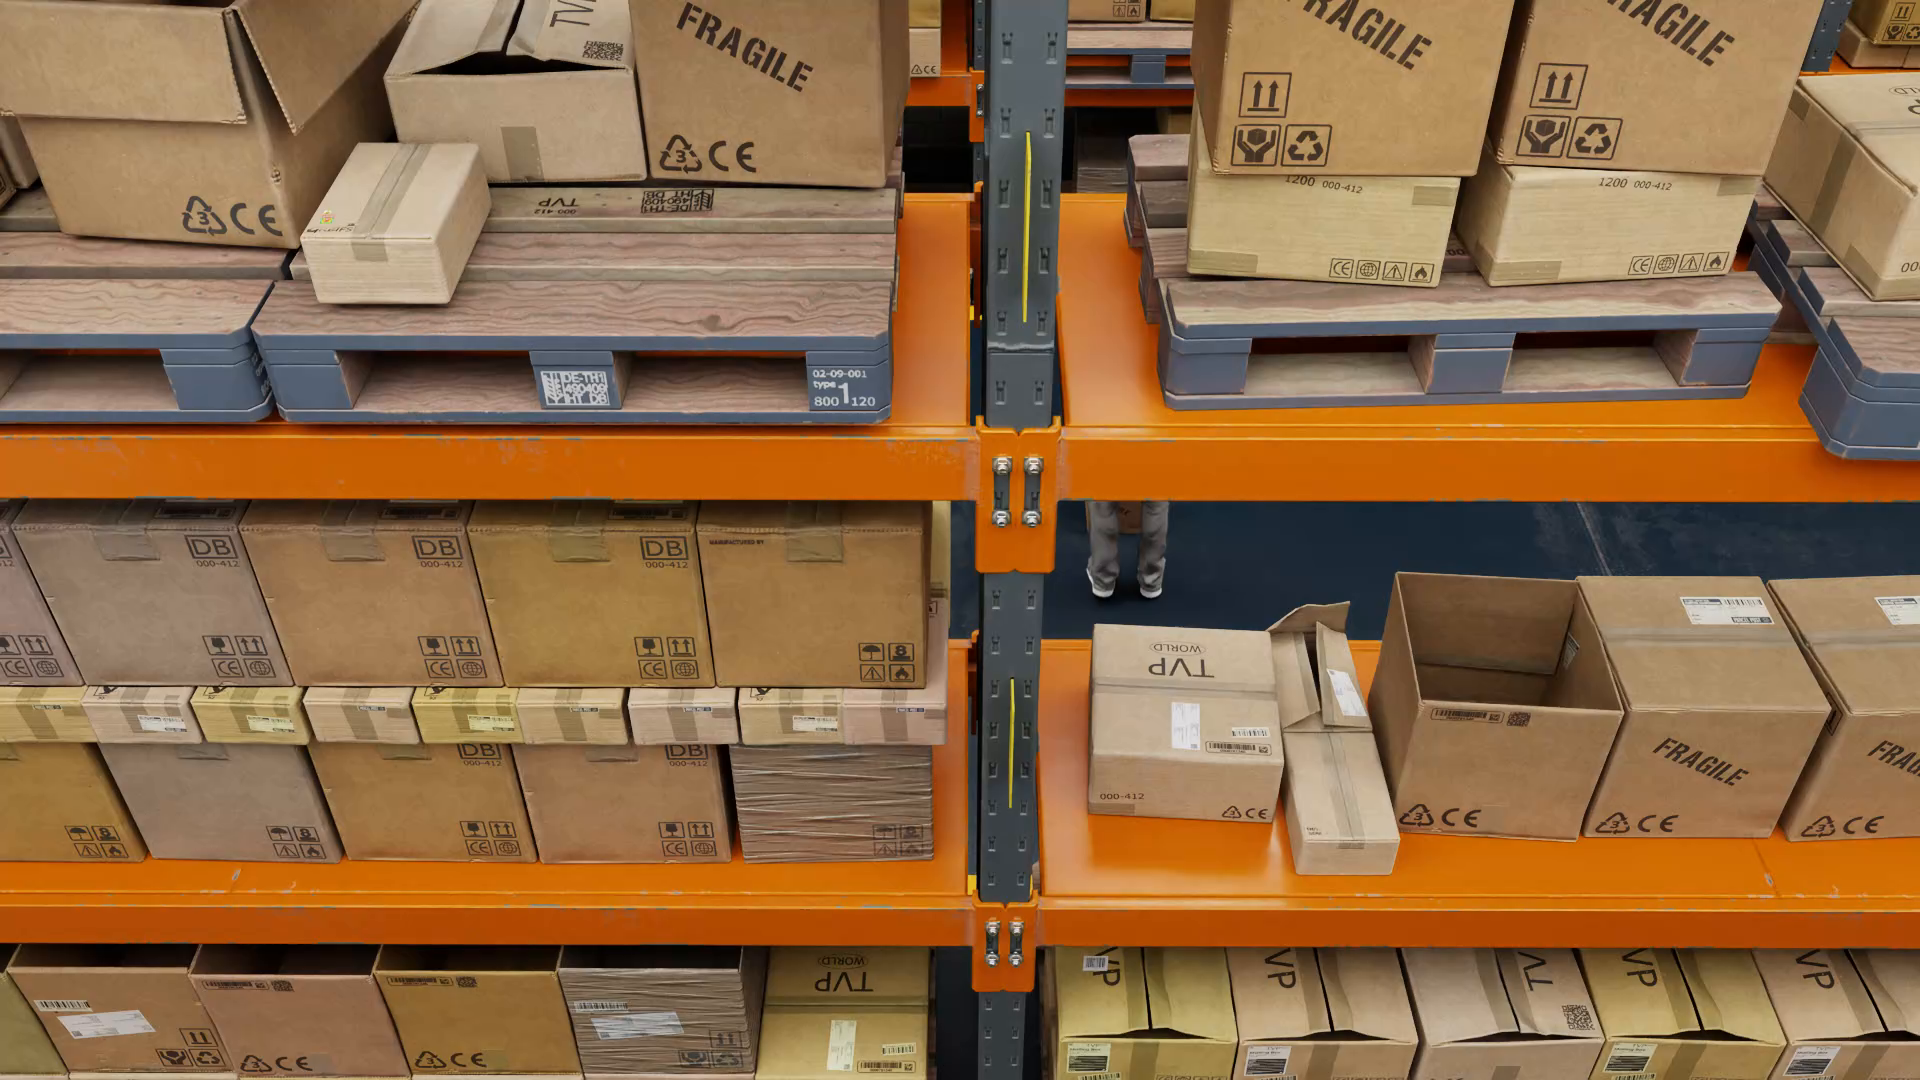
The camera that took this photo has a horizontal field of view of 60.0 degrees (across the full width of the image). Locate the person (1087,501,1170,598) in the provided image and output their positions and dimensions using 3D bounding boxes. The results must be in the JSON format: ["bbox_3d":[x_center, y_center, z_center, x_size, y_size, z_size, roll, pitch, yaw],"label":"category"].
[{"bbox_3d":[0.682,-0.409,6.680,0.415,1.567,0.328,1,40,1],"label":"person"}]
